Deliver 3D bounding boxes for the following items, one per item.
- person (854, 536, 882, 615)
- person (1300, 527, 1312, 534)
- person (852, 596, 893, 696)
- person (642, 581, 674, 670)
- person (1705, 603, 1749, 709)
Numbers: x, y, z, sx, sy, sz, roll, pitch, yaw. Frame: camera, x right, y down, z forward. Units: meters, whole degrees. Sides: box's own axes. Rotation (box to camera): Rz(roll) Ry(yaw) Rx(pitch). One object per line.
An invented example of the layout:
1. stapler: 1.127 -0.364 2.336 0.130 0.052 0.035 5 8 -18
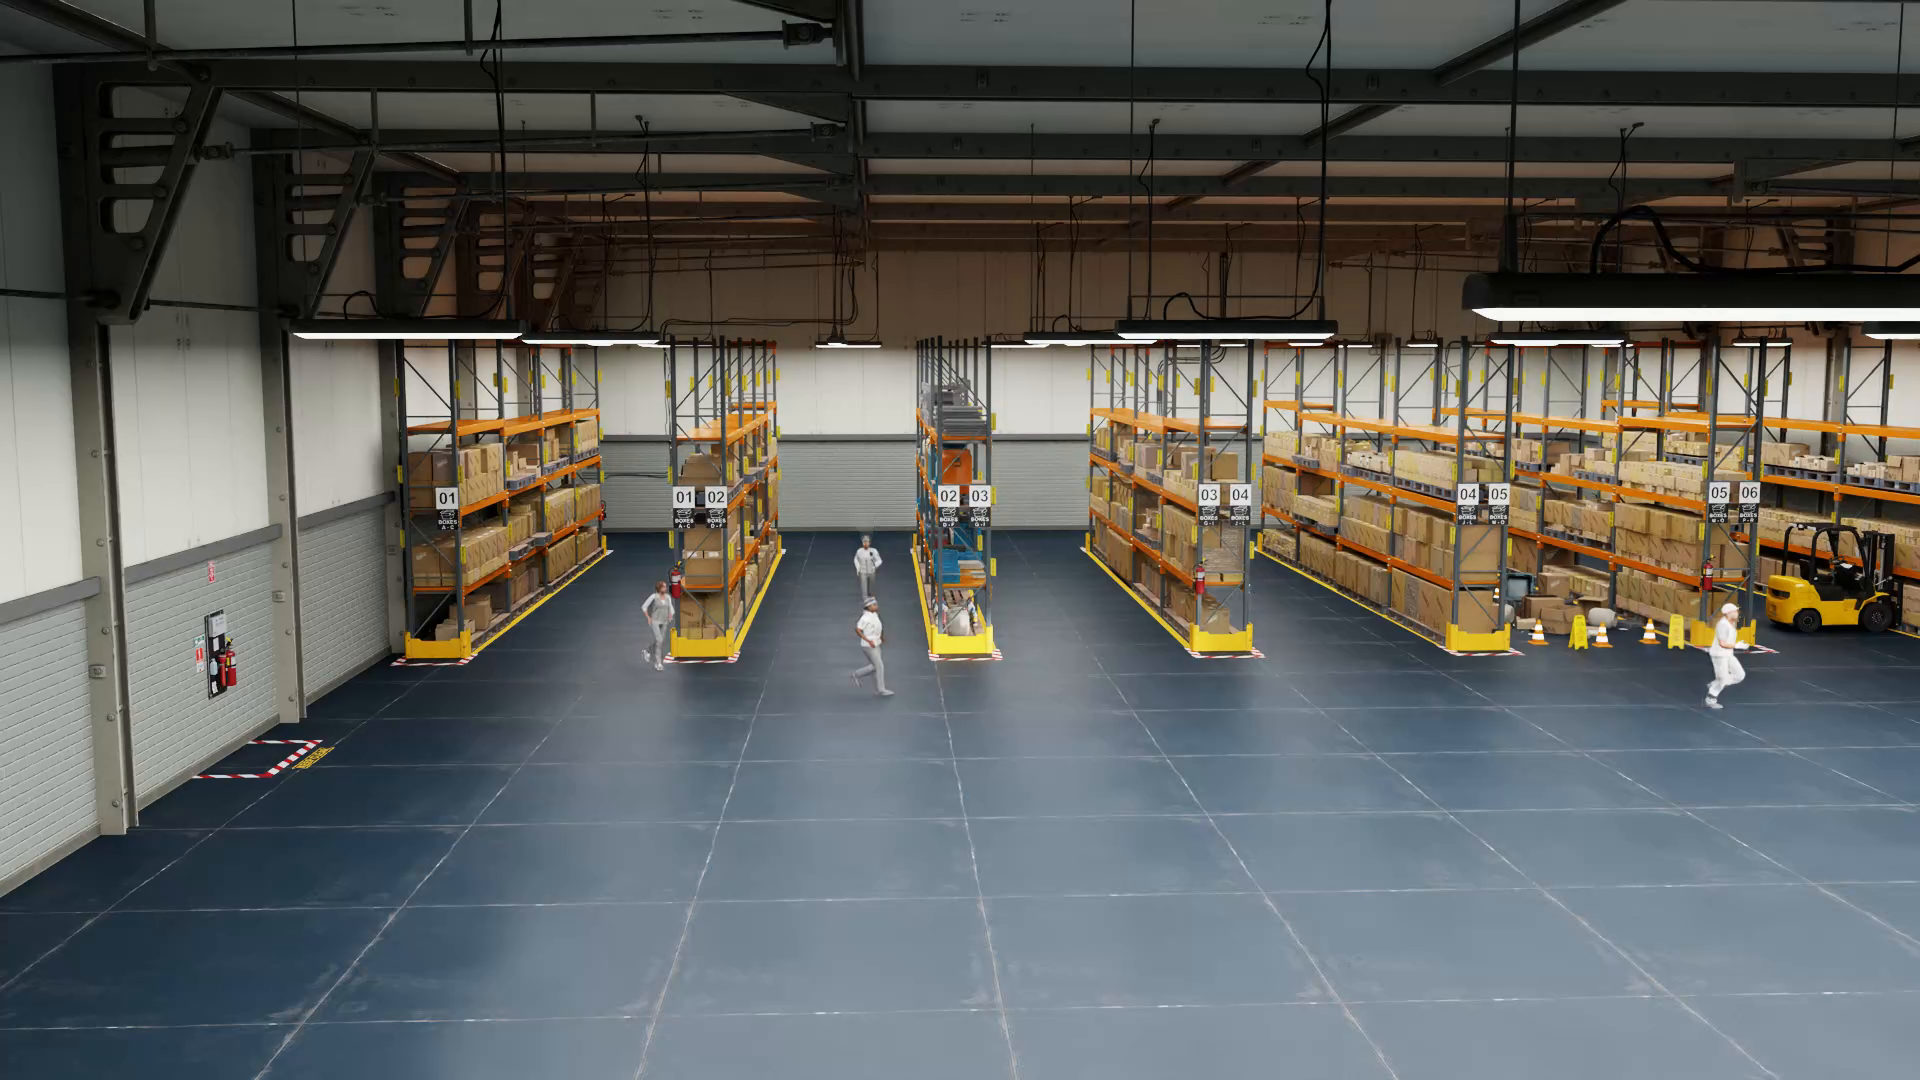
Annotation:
1. person: -1.986 0.732 35.939 0.610 1.694 0.860 0 6 0
2. person: 10.142 -0.582 48.602 0.742 1.637 0.639 4 8 34
3. person: -1.481 1.758 27.707 0.740 1.665 0.609 2 7 18
4. person: -5.479 1.532 30.213 0.576 1.581 0.688 -6 9 -41
5. person: 12.226 1.855 26.463 0.657 1.728 0.707 6 9 42
